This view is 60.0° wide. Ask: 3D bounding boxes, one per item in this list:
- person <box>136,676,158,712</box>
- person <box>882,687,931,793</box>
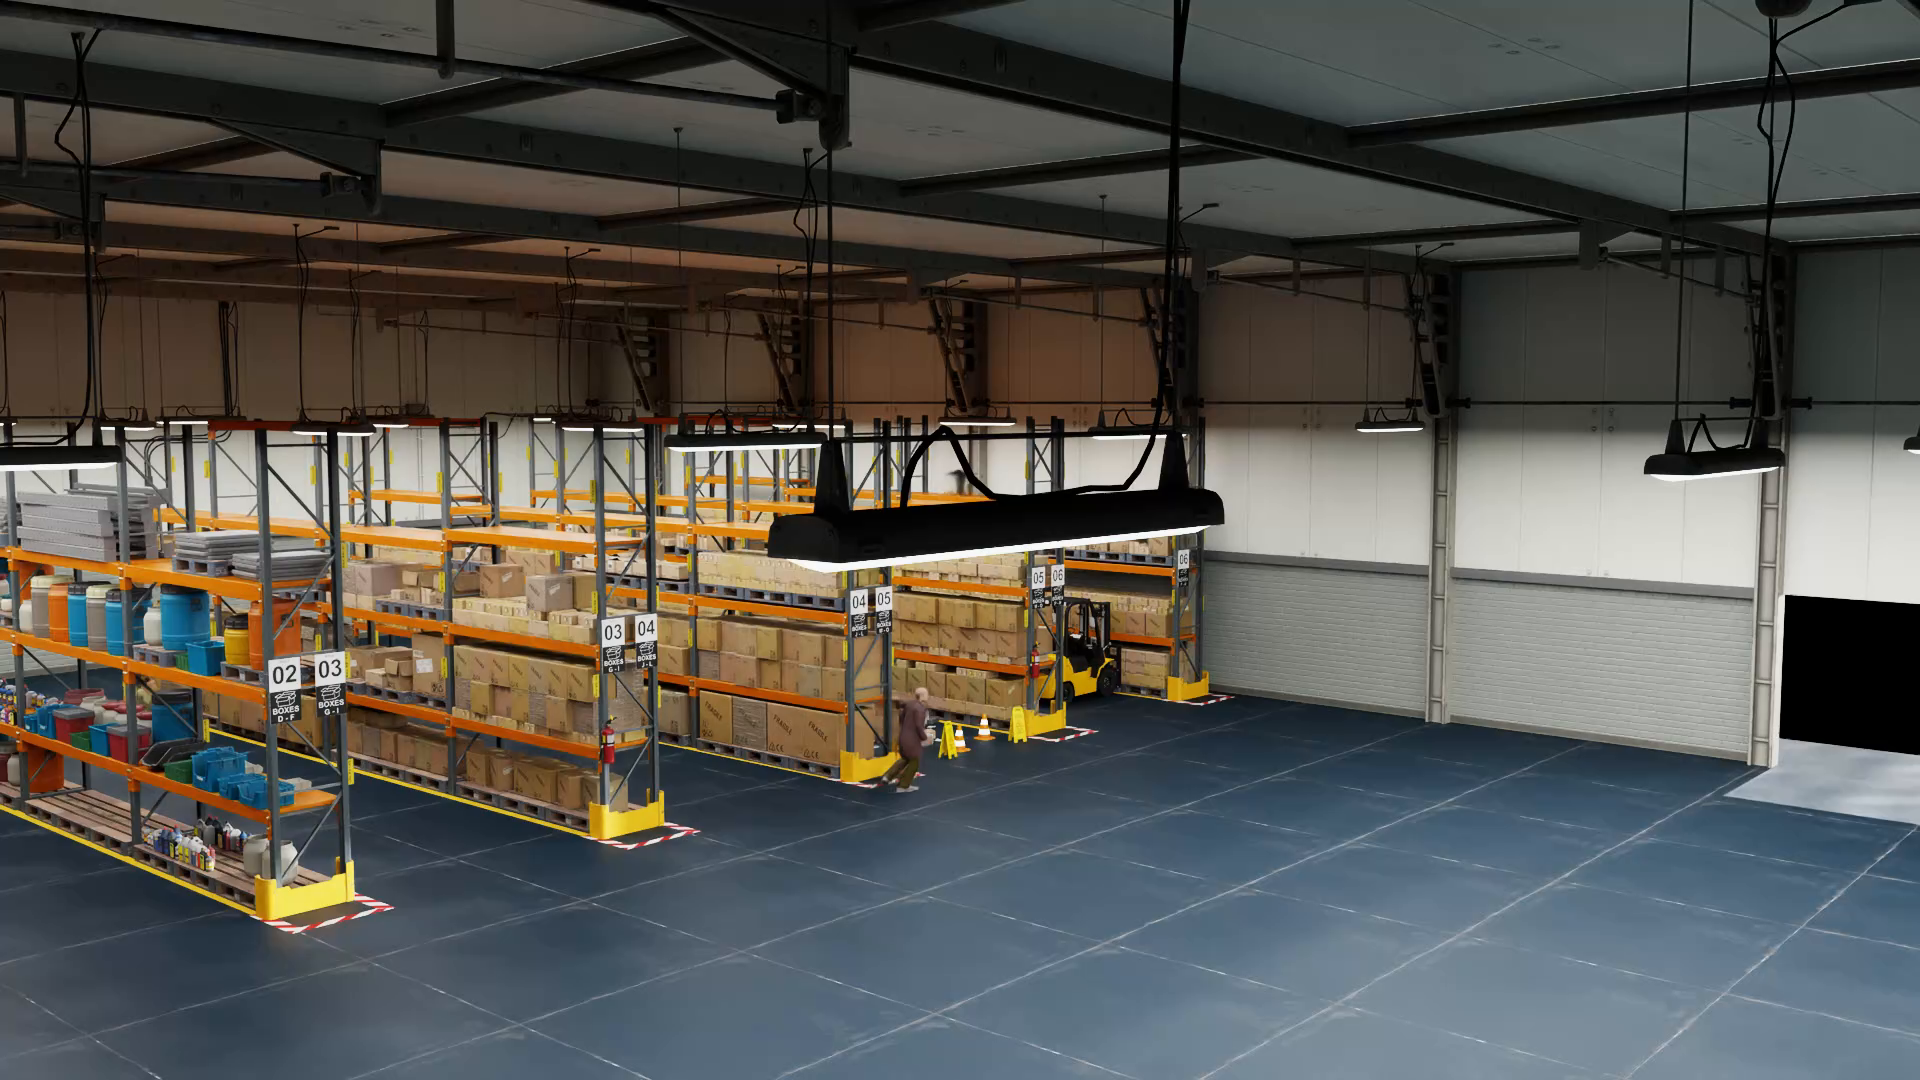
[{"bbox_3d":[-14.483,3.126,29.452,0.816,1.516,0.554,2,5,22],"label":"person"},{"bbox_3d":[-0.875,3.238,26.926,0.780,1.704,0.689,-2,5,-23],"label":"person"}]
